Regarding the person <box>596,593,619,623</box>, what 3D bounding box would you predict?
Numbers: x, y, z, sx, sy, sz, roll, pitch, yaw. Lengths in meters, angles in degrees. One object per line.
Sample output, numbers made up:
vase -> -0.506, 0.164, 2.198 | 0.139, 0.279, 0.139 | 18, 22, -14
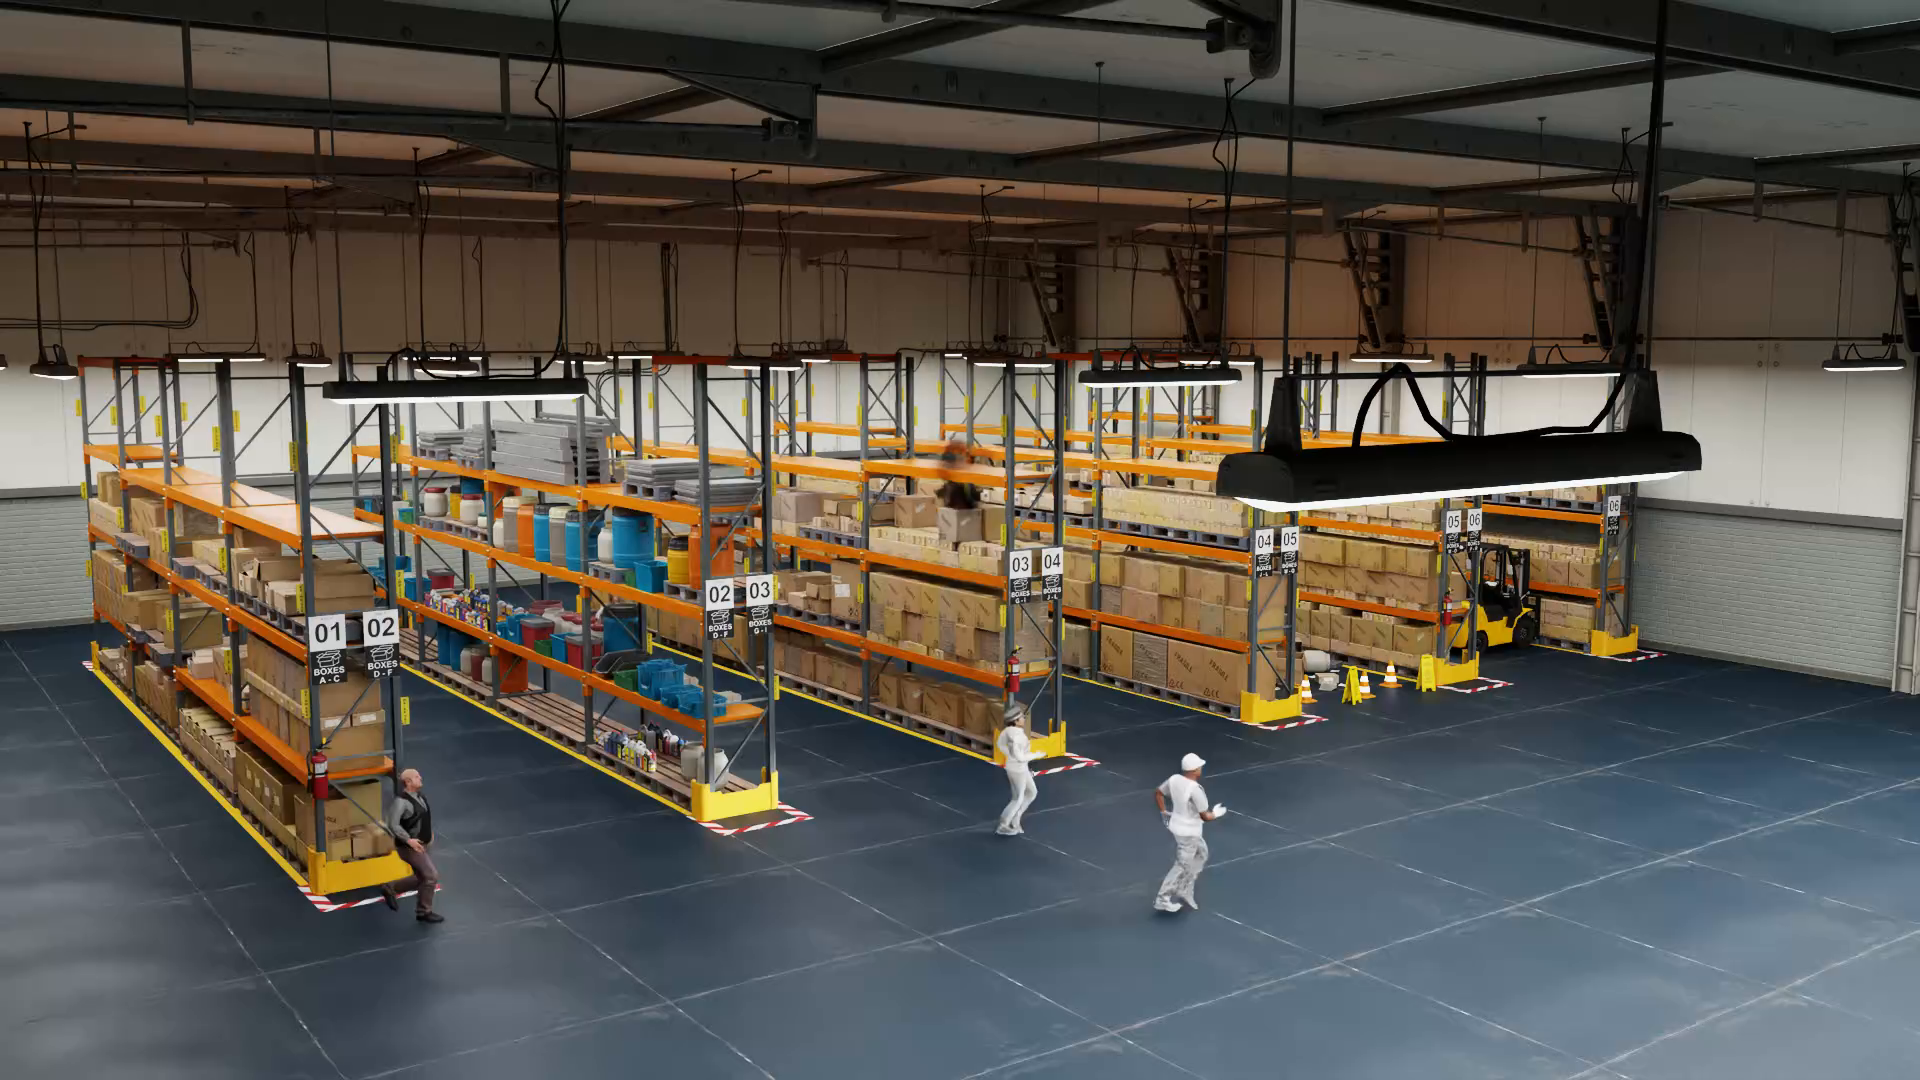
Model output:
person -> -6.478, 1.764, 31.157 | 0.717, 1.646, 0.505 | 7, 10, 43

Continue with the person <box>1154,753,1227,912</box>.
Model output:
person -> 2.525, 3.236, 18.325 | 0.822, 1.809, 0.657 | -2, 7, -14

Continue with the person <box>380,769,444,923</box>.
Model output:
person -> -5.995, 3.321, 18.102 | 0.722, 1.688, 0.681 | 0, 7, 0

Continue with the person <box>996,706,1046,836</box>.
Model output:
person -> 0.770, 2.939, 21.152 | 0.627, 1.691, 0.598 | -1, 7, -5
